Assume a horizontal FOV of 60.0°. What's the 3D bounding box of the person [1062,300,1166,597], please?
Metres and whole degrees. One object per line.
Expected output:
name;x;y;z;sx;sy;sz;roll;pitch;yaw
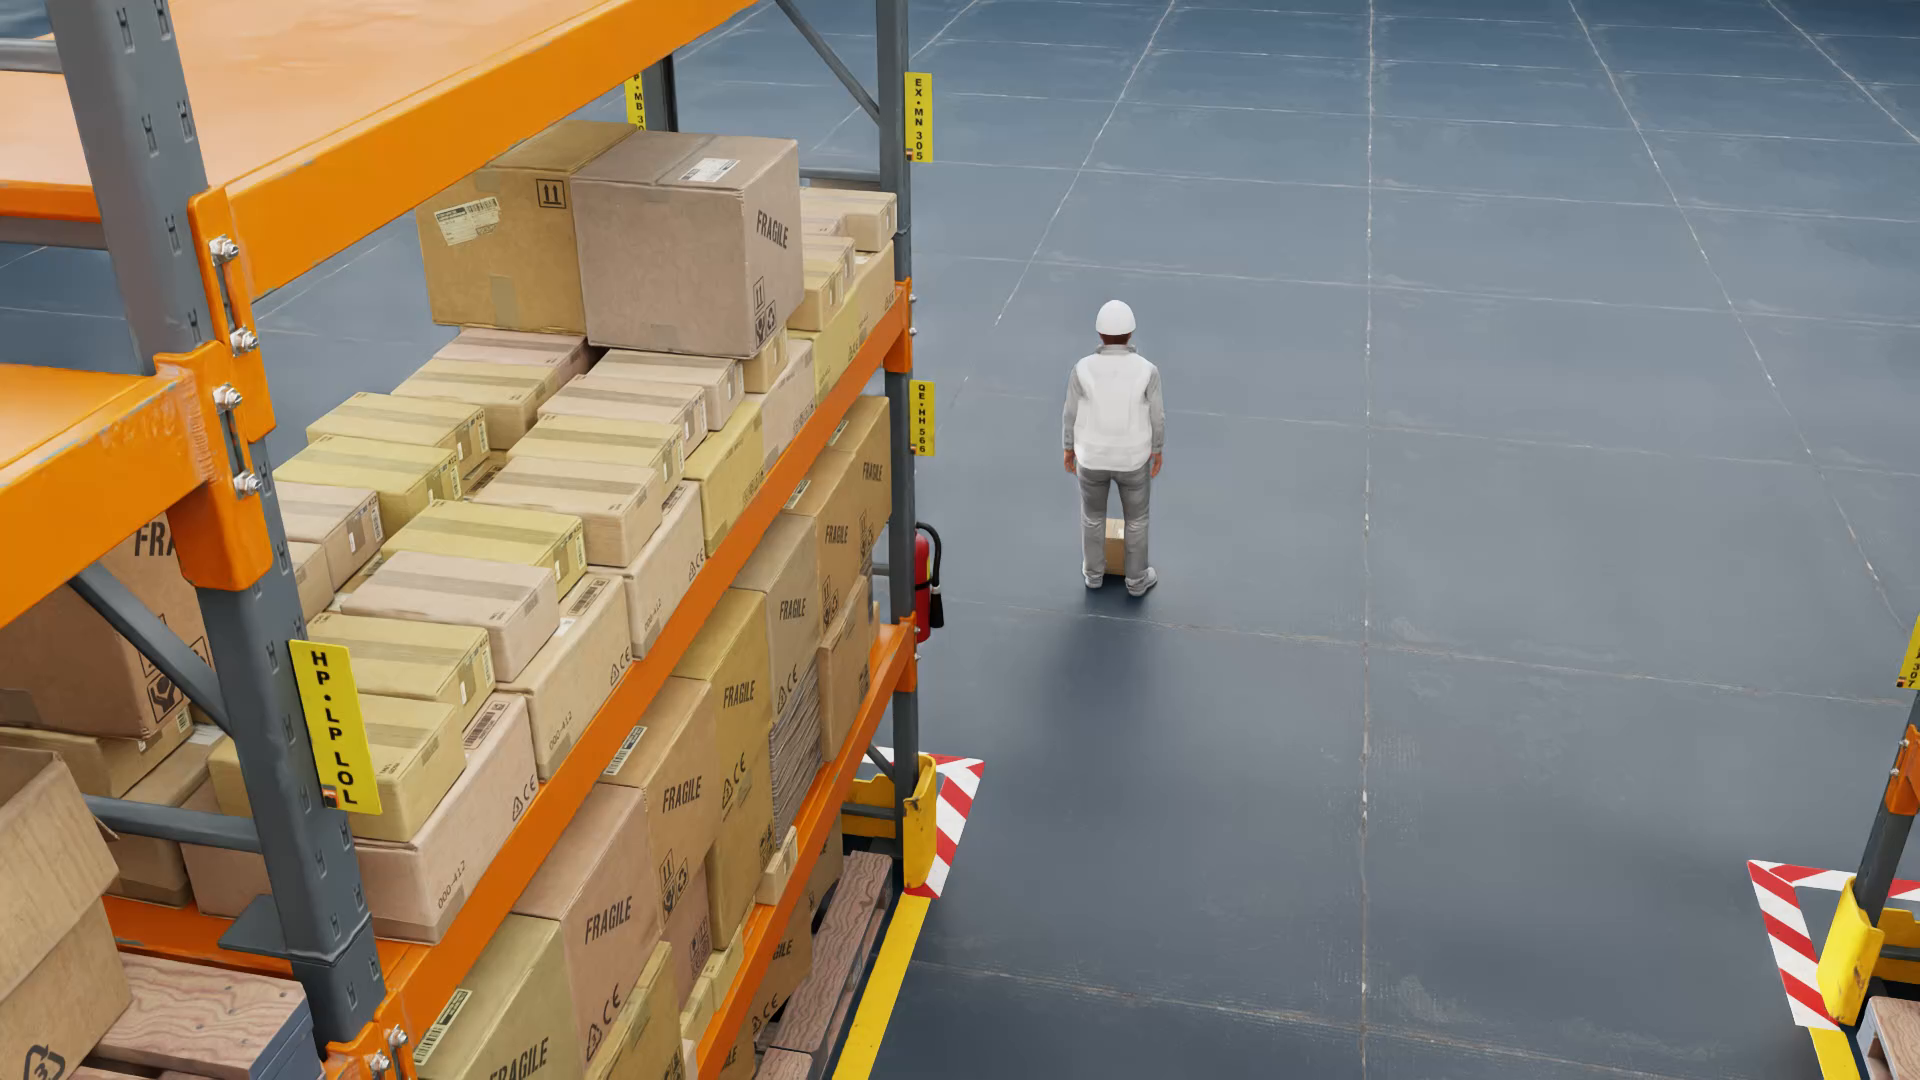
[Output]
person;0.879;-0.508;9.525;0.593;1.771;0.475;4;29;7
